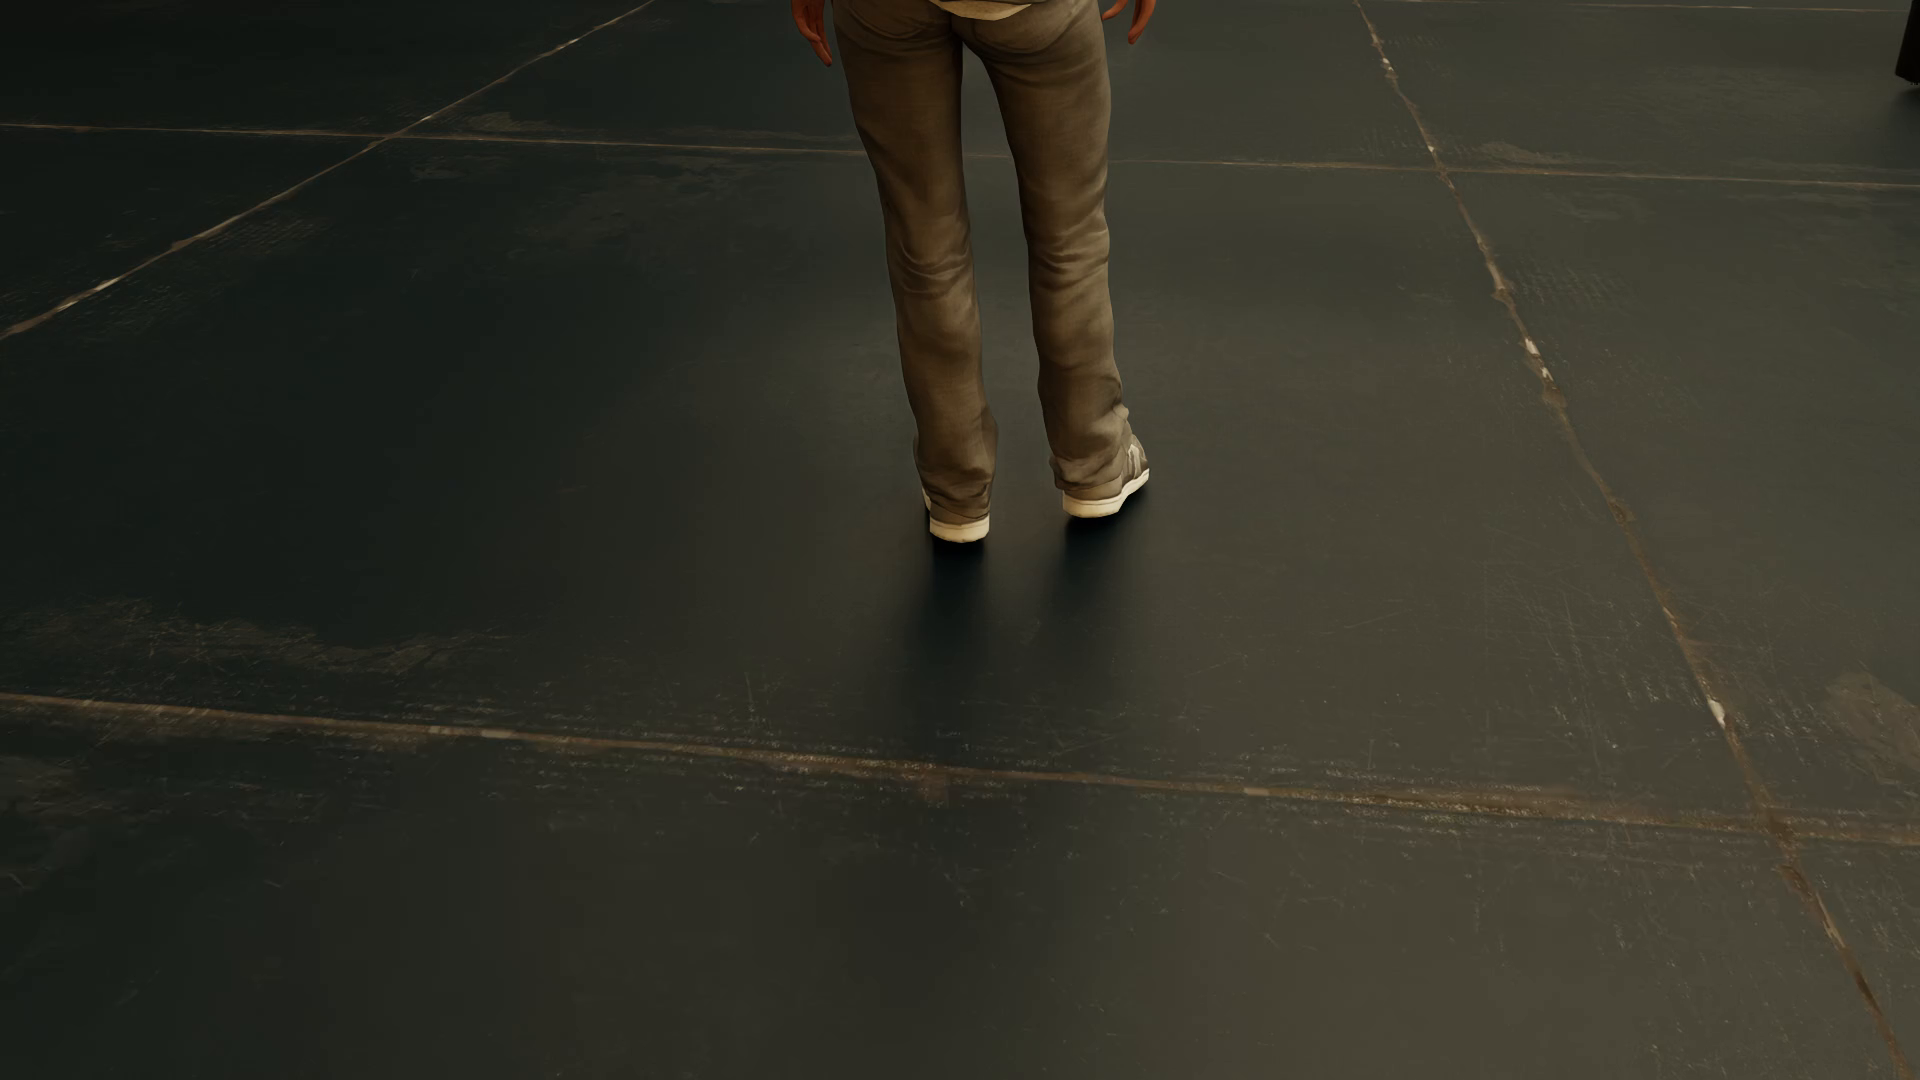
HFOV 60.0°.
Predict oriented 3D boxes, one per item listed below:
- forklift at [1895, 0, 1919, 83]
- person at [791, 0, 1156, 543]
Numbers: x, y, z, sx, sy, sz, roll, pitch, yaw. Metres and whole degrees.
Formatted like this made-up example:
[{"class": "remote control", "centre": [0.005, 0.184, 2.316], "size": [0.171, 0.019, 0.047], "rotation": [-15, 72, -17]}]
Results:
[{"class": "forklift", "centre": [4.438, -2.989, 5.208], "size": [3.031, 2.935, 1.130], "rotation": [-21, 33, -36]}, {"class": "person", "centre": [0.024, -0.753, 2.204], "size": [0.520, 1.597, 0.475], "rotation": [3, 27, 7]}]
